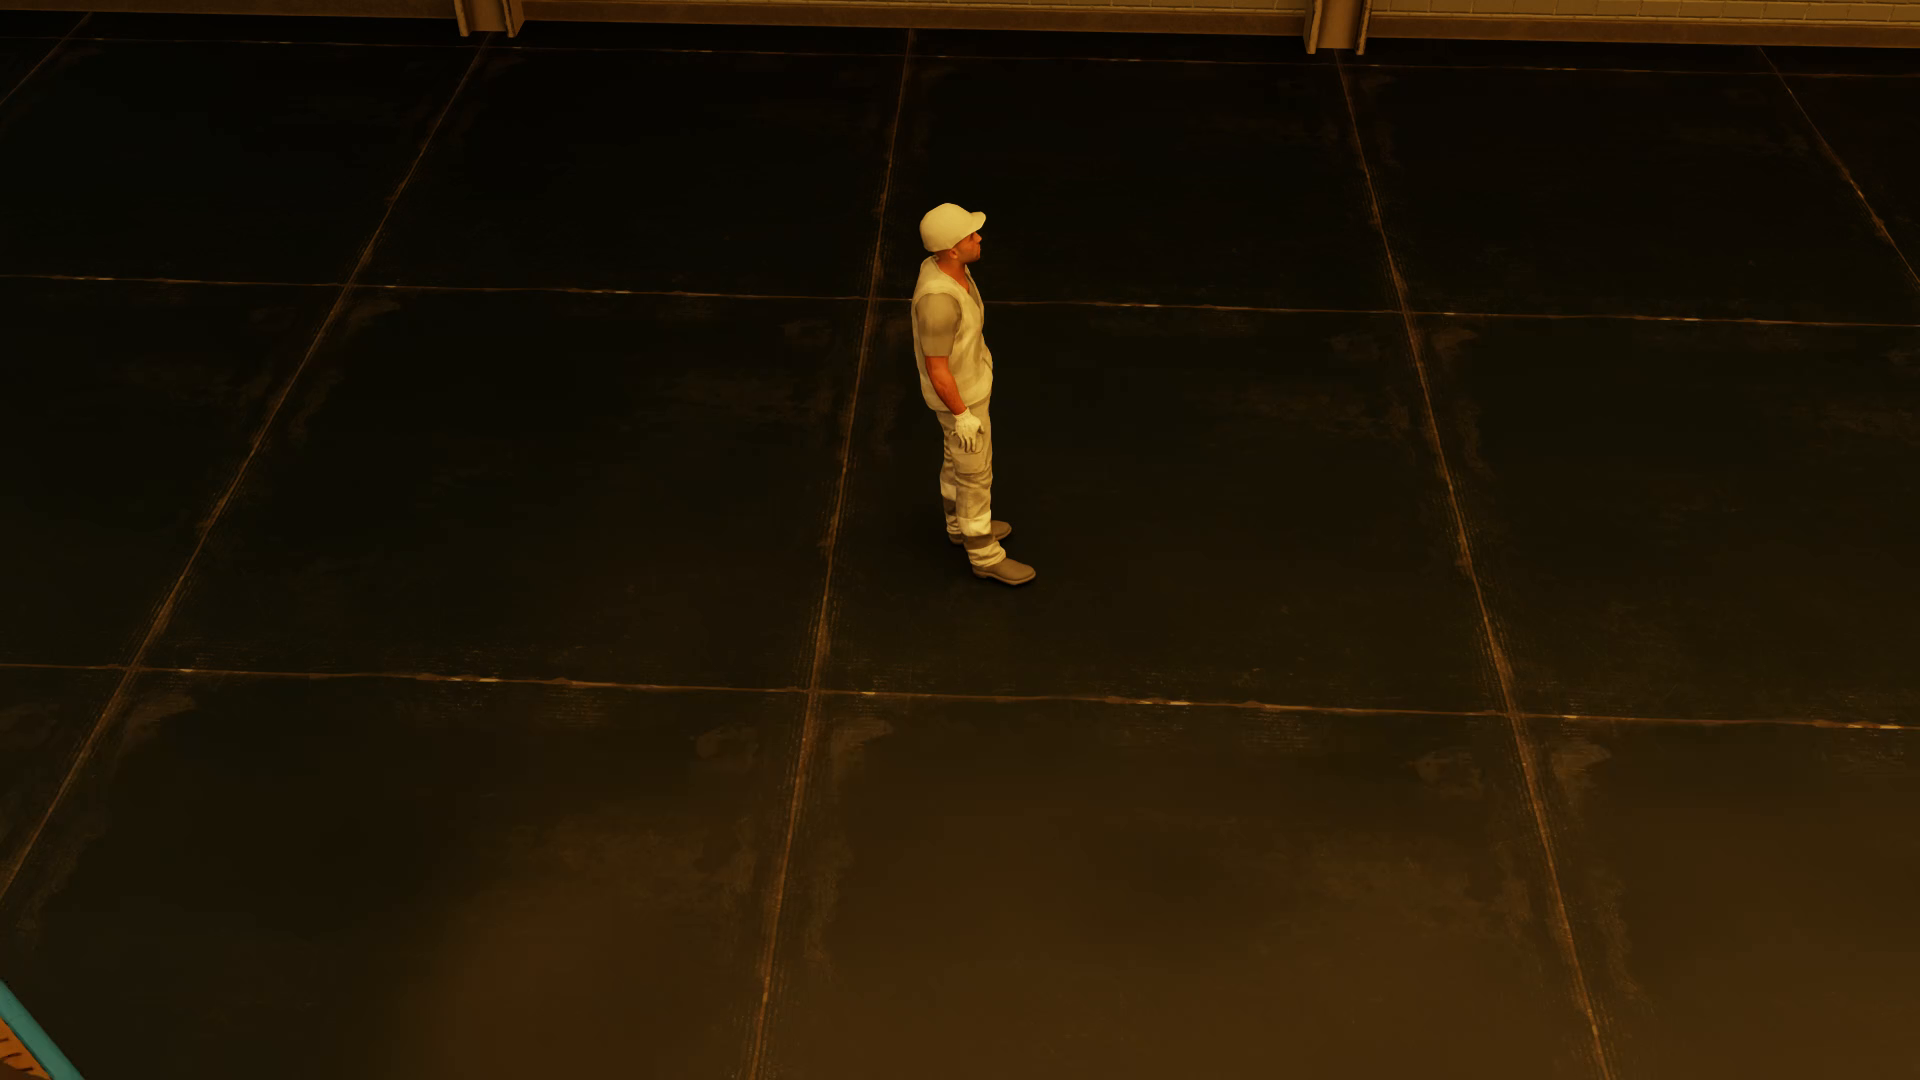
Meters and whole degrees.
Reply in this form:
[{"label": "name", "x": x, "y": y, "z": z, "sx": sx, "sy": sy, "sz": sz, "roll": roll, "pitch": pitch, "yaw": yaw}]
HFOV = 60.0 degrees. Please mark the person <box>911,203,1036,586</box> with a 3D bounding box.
[{"label": "person", "x": 0.079, "y": -0.655, "z": 7.296, "sx": 0.564, "sy": 1.787, "sz": 0.637, "roll": 2, "pitch": 42, "yaw": 2}]
